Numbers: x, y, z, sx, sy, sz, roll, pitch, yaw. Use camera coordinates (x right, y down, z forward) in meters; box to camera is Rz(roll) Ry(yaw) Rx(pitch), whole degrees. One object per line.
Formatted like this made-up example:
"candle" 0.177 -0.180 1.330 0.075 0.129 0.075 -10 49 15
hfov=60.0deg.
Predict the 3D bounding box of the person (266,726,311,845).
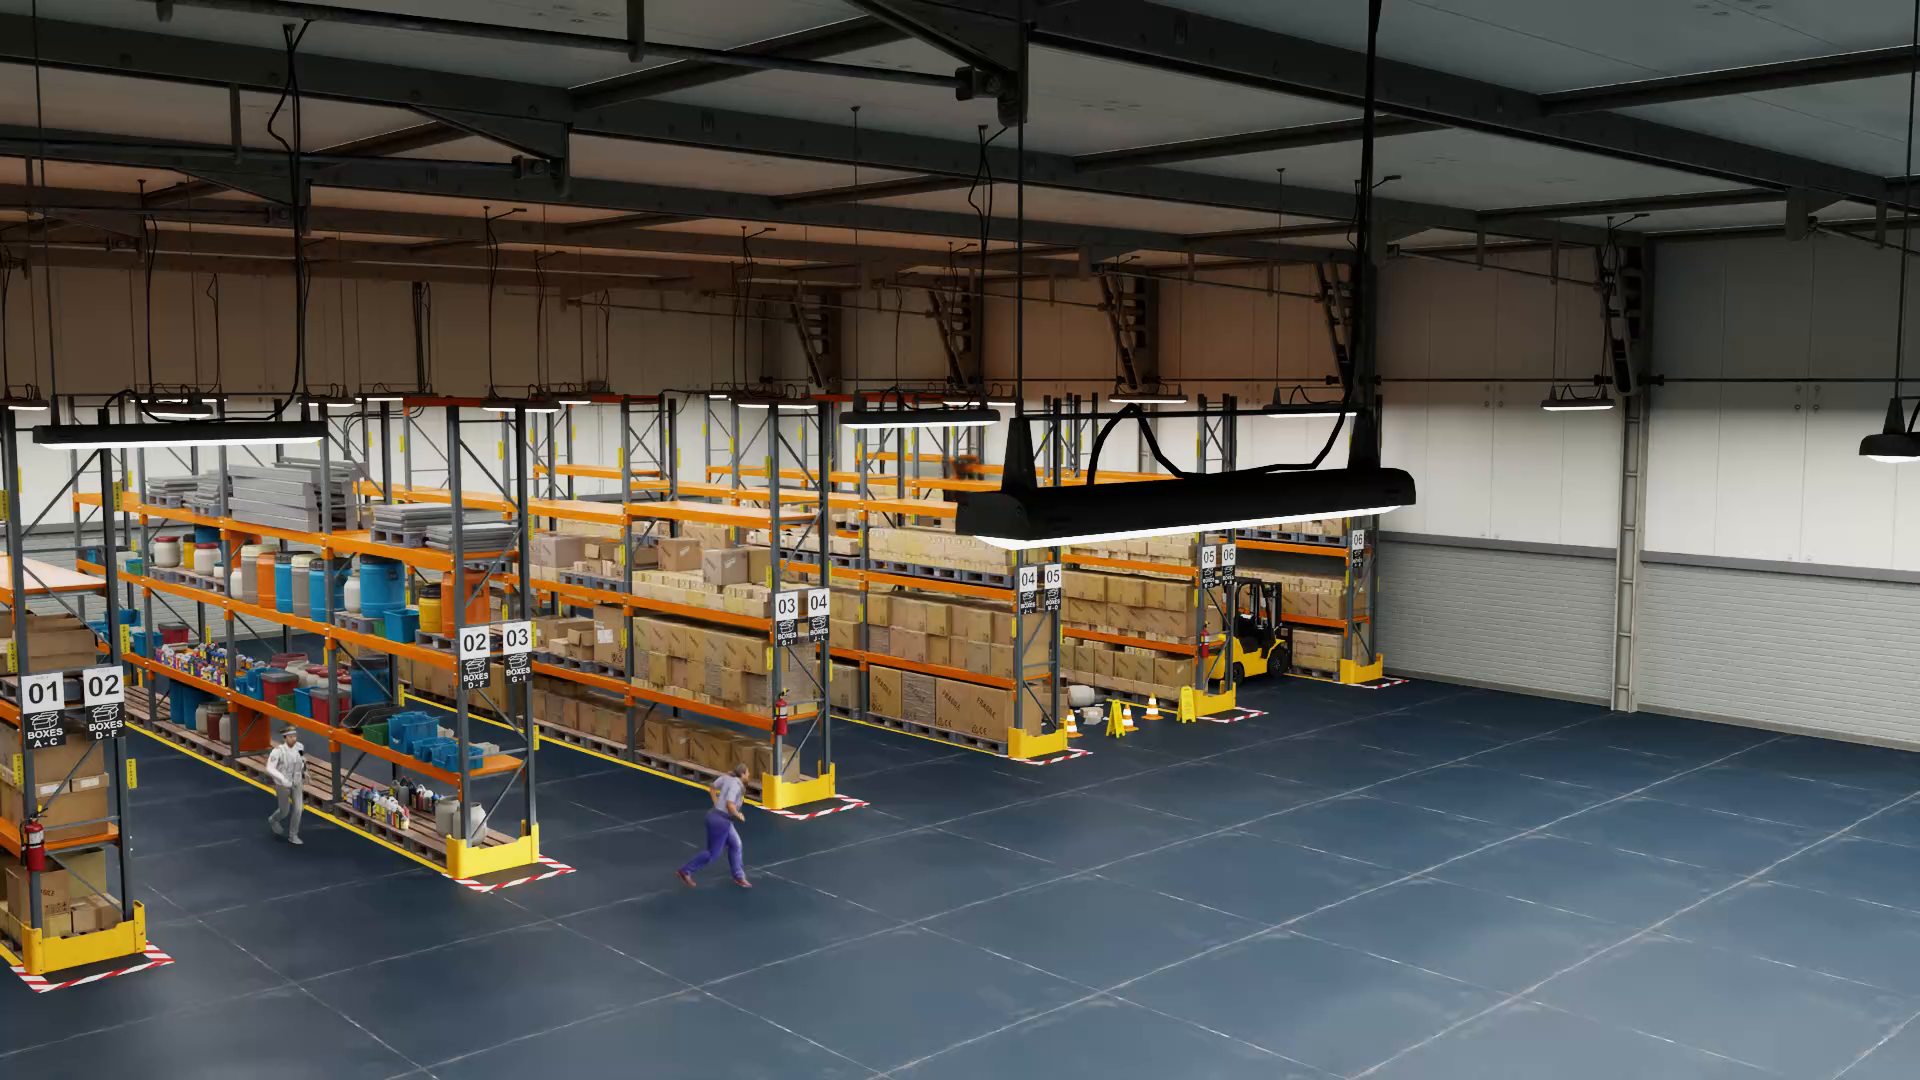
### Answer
"person" -9.247 3.320 22.795 0.746 1.646 0.612 5 8 43

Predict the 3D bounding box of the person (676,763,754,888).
"person" -3.053 3.581 20.616 0.976 1.612 0.635 -2 6 -22

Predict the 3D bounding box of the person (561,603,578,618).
"person" -9.635 1.560 41.107 0.797 1.677 0.584 -3 6 -28
